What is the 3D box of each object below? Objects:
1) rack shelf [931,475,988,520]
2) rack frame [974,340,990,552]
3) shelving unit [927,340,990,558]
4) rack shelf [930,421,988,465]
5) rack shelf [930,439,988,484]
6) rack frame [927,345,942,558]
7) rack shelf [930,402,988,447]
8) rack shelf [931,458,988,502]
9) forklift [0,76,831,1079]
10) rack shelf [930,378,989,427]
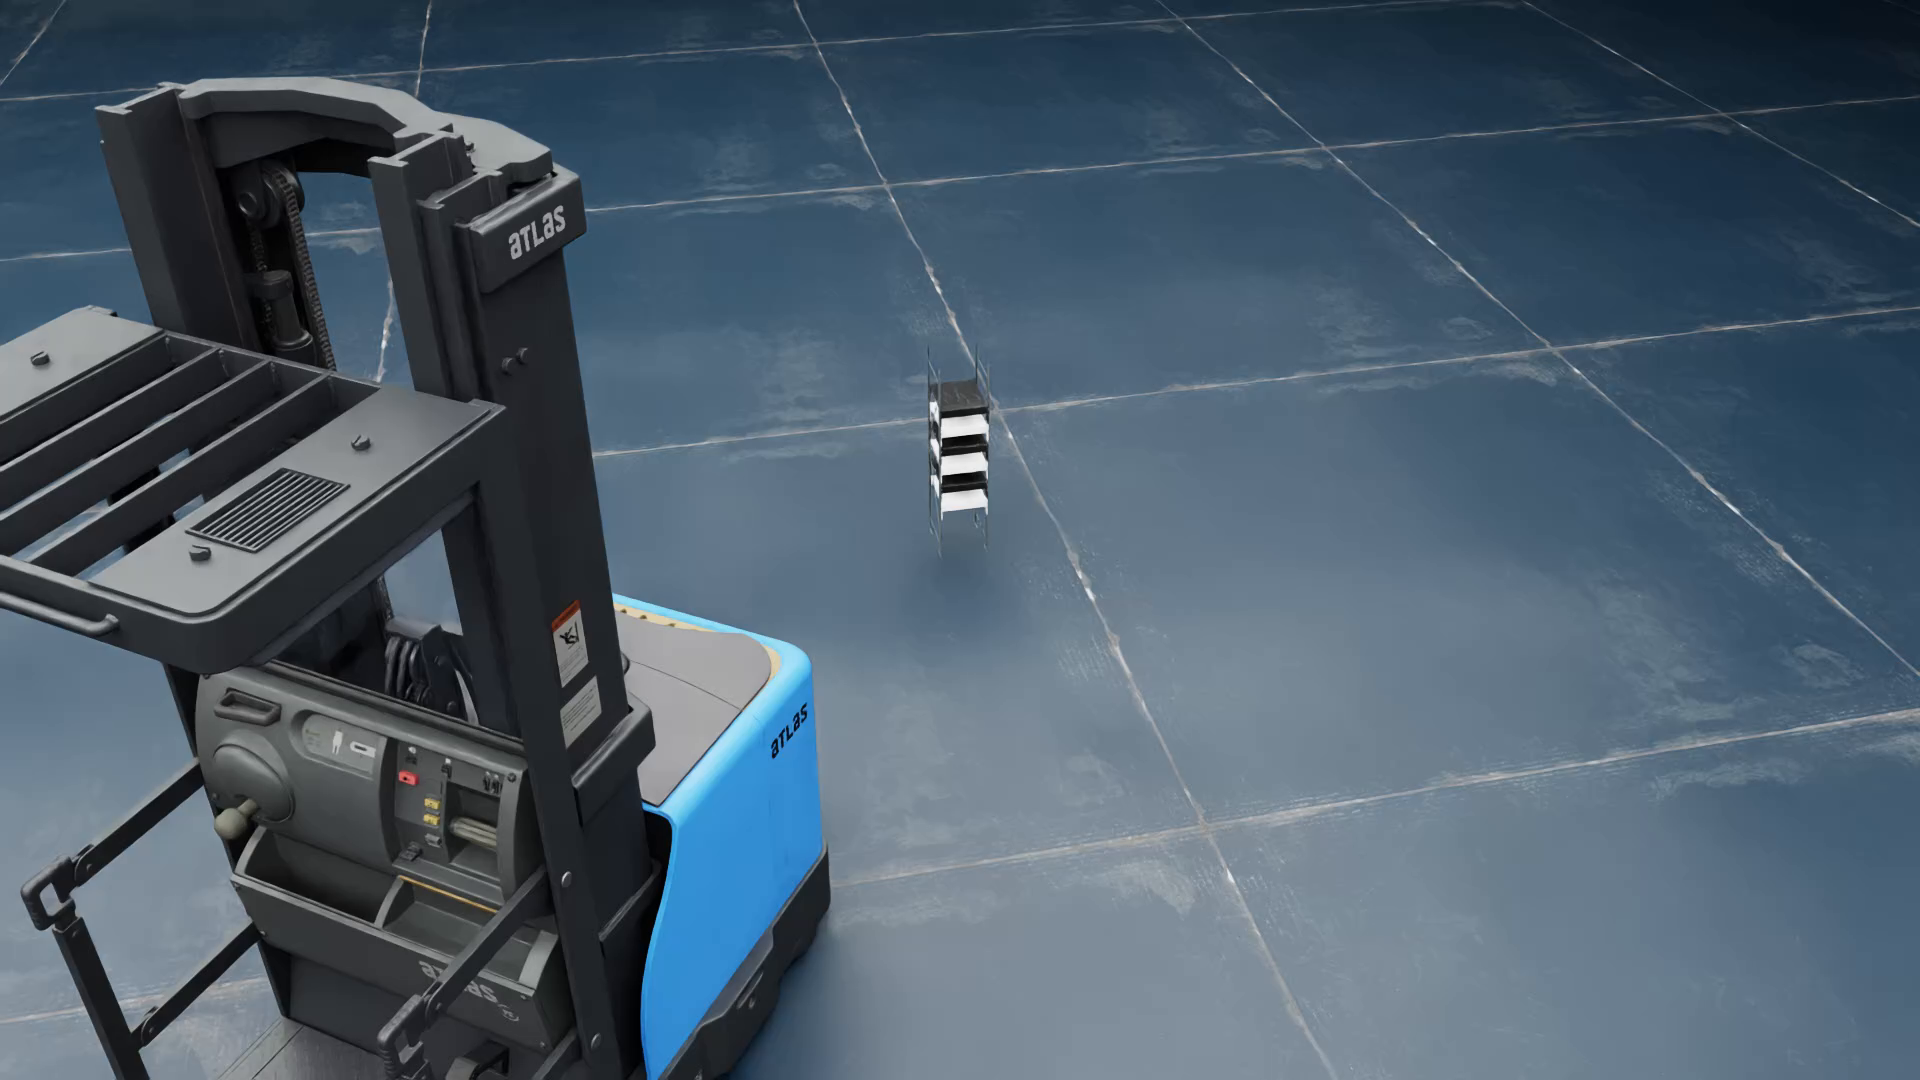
[{"bbox_3d":[-0.008,-0.196,7.117,0.200,0.077,0.258,-7,35,-11],"label":"rack shelf"},{"bbox_3d":[0.091,-0.385,7.016,0.006,0.900,0.240,-7,35,-11],"label":"rack frame"},{"bbox_3d":[-0.008,-0.373,6.998,0.210,0.900,0.258,-7,35,-11],"label":"shelving unit"},{"bbox_3d":[-0.008,-0.420,6.966,0.200,0.077,0.258,-7,35,-11],"label":"rack shelf"},{"bbox_3d":[-0.008,-0.345,7.016,0.200,0.077,0.258,-7,35,-11],"label":"rack shelf"},{"bbox_3d":[-0.107,-0.360,6.979,0.006,0.900,0.240,-7,35,-11],"label":"rack frame"},{"bbox_3d":[-0.008,-0.494,6.916,0.200,0.077,0.258,-7,35,-11],"label":"rack shelf"},{"bbox_3d":[-0.008,-0.270,7.066,0.200,0.077,0.258,-7,35,-11],"label":"rack shelf"},{"bbox_3d":[-1.481,0.630,3.681,1.130,2.935,3.031,14,36,20],"label":"forklift"},{"bbox_3d":[-0.008,-0.569,6.866,0.200,0.077,0.258,-7,35,-11],"label":"rack shelf"}]
